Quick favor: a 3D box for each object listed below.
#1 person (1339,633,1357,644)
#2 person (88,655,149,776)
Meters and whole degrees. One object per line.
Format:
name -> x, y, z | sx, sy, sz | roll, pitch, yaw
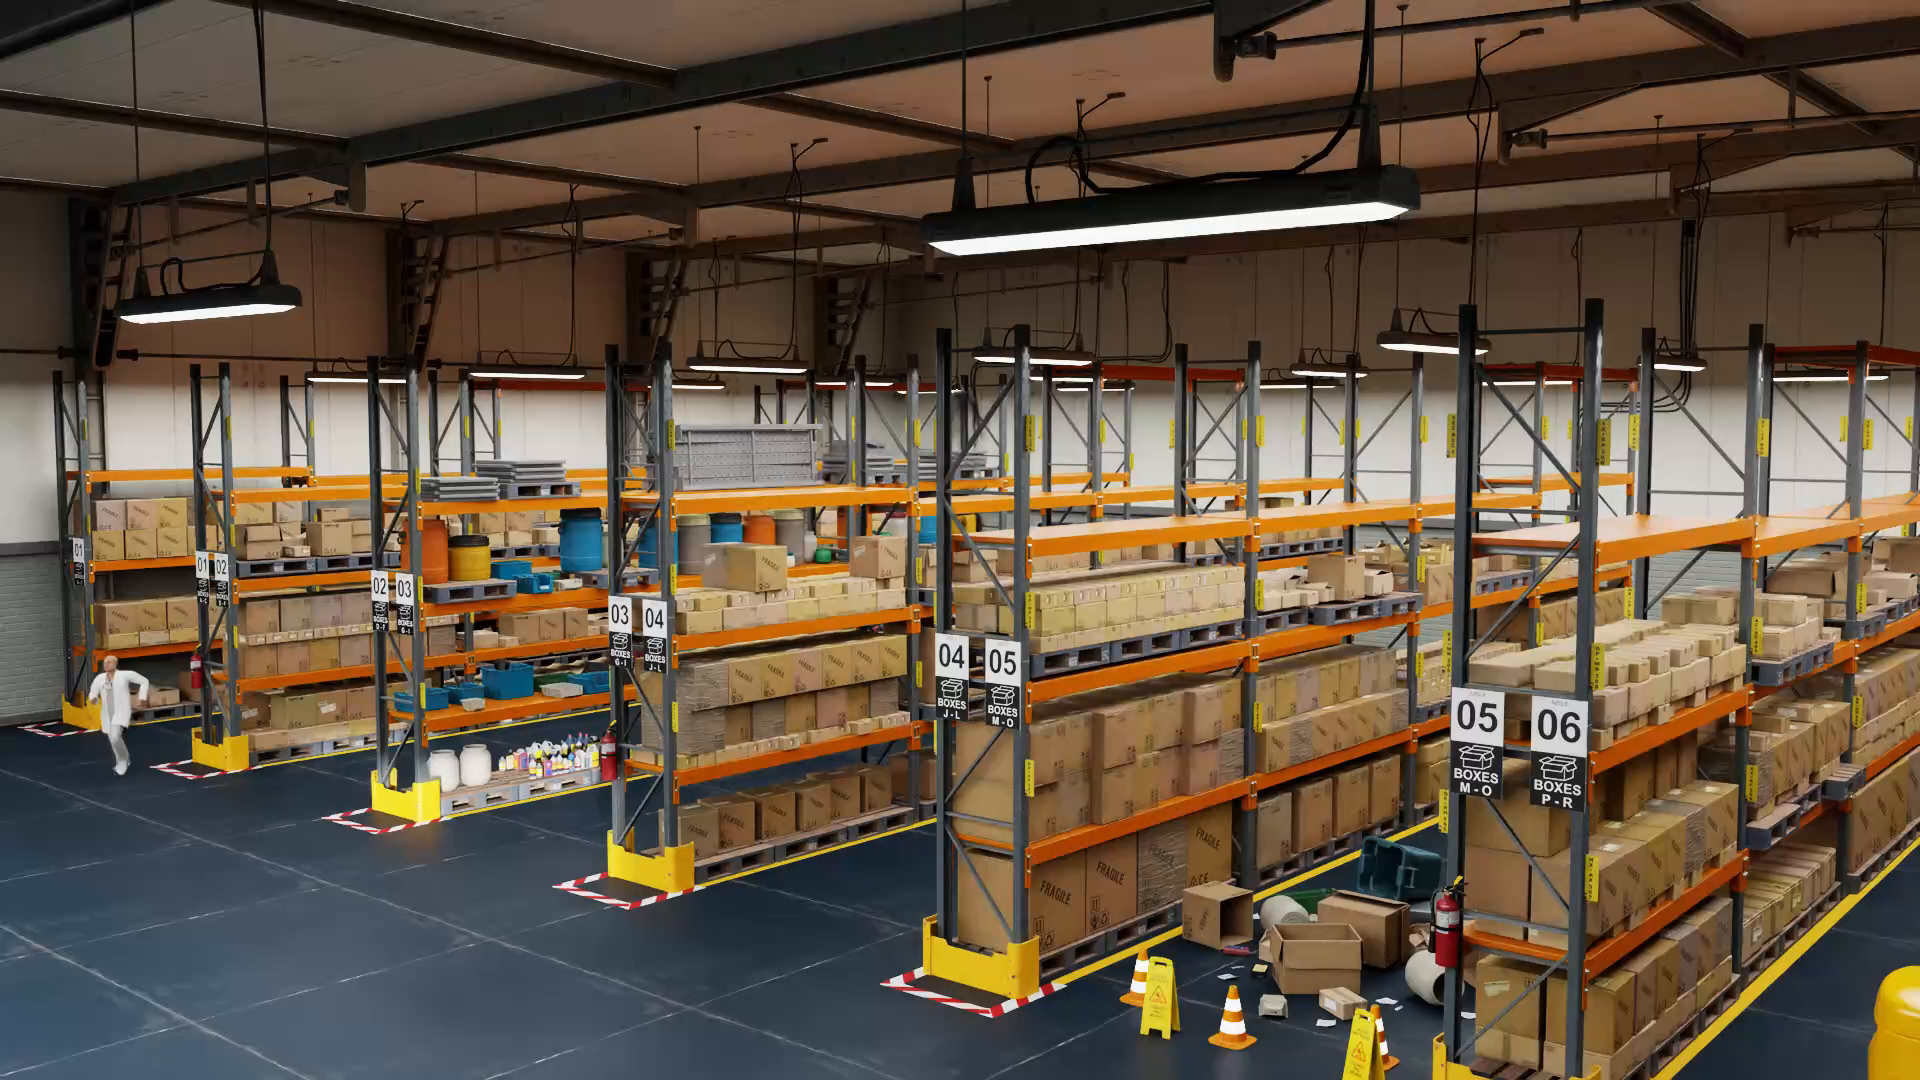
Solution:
person -> 7.384, 1.992, 32.470 | 0.719, 1.734, 0.947 | -1, 4, -19
person -> -12.209, 2.629, 24.100 | 0.734, 1.559, 0.919 | 0, 4, 3
